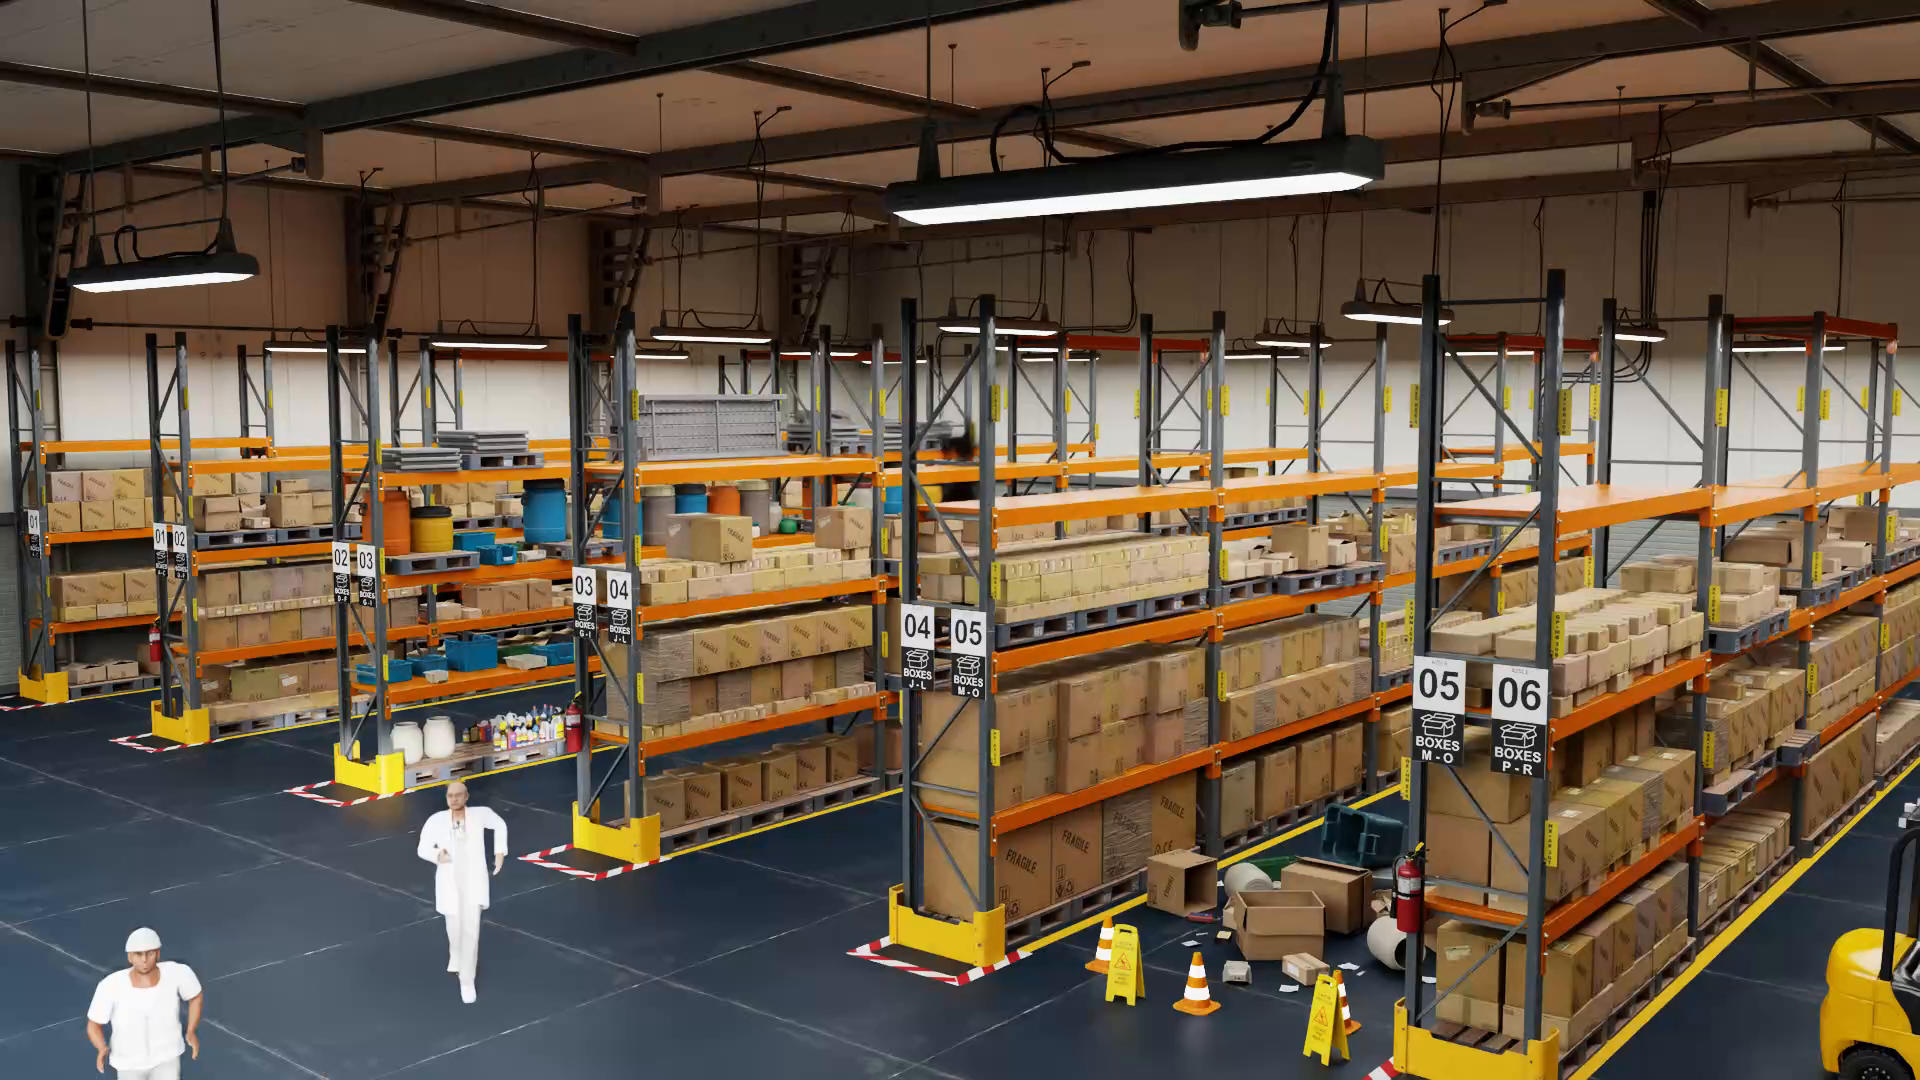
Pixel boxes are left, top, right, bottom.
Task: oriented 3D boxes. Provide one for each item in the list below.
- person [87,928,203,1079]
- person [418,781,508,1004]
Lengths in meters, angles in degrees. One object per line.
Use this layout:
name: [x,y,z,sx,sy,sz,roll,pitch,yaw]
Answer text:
person: [-5.266,3.338,10.789,0.689,1.739,0.815,-3,6,-29]
person: [-4.310,2.996,14.425,0.729,1.811,0.974,-1,5,-9]
